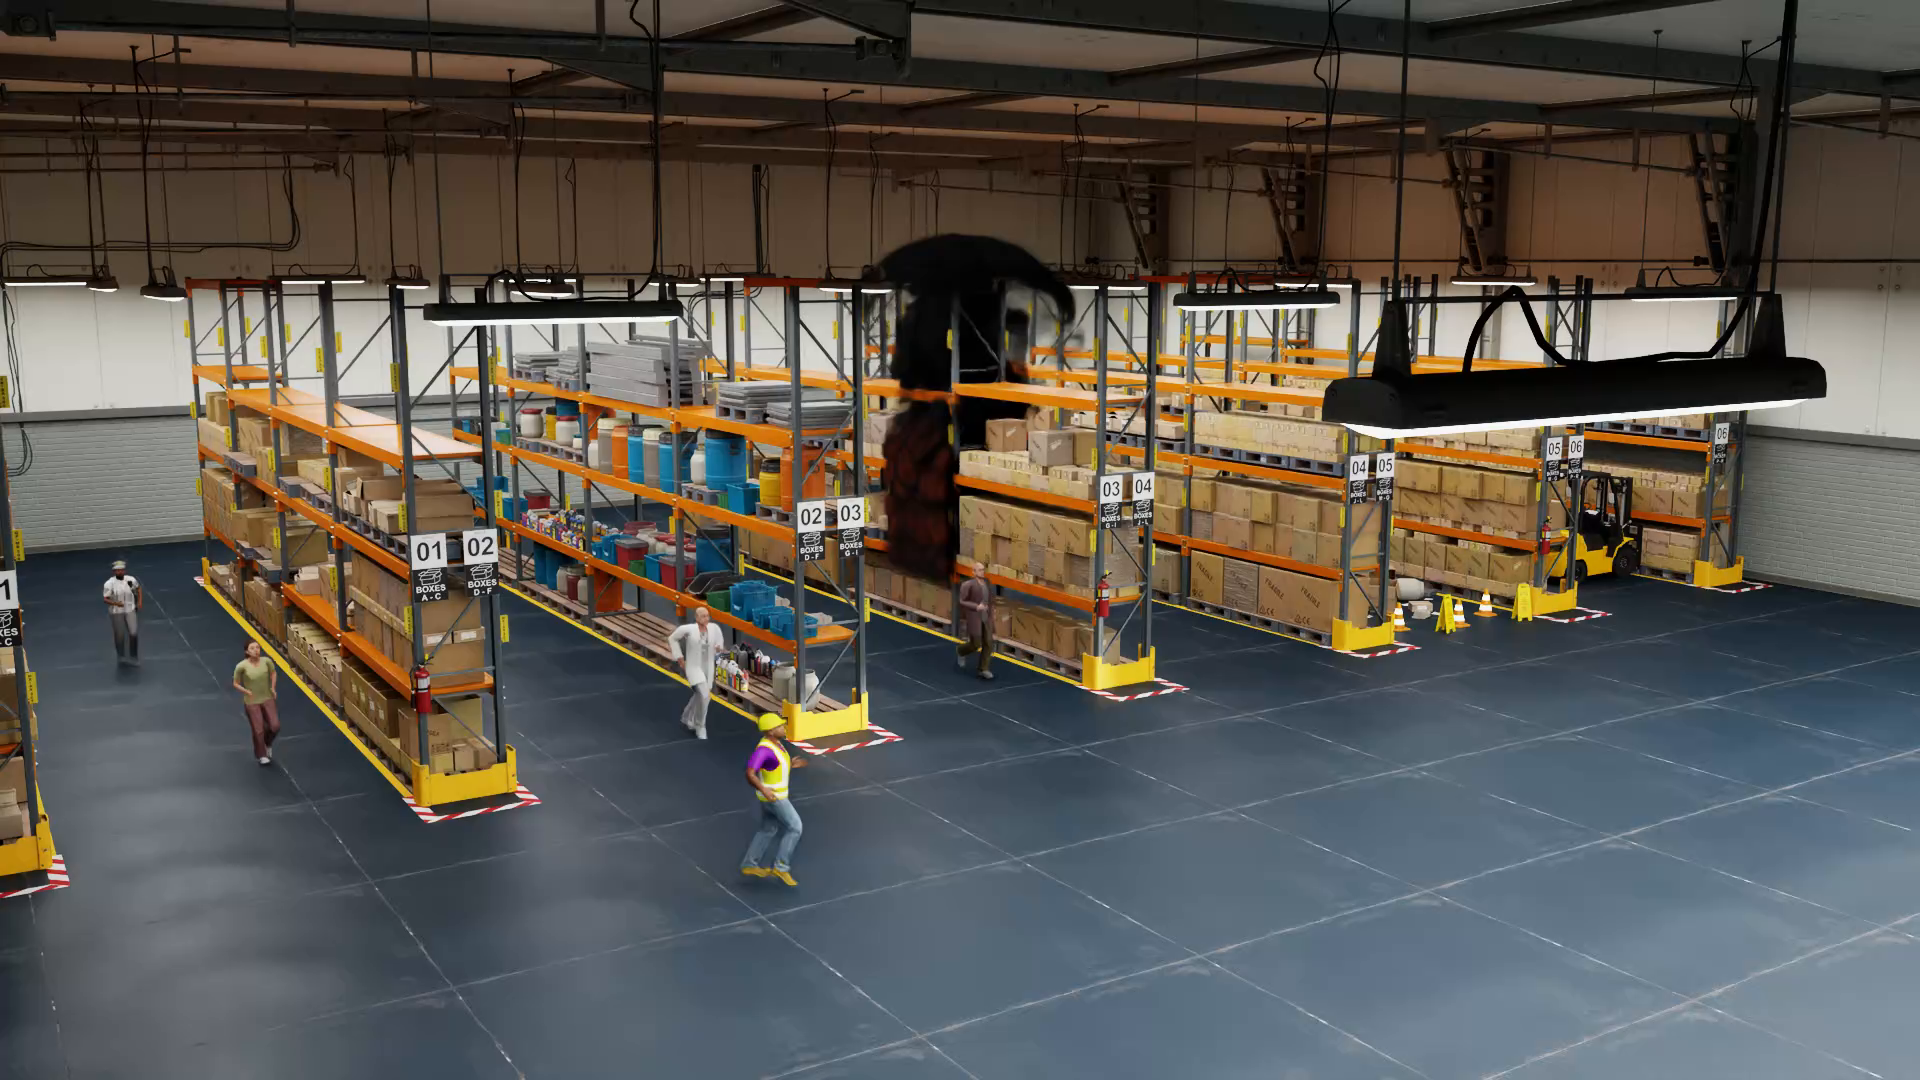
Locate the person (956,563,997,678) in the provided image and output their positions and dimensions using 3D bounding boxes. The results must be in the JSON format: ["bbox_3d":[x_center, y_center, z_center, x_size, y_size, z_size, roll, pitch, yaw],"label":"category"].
[{"bbox_3d":[0.279,1.212,25.511,0.718,1.746,0.771,-7,12,-37],"label":"person"}]

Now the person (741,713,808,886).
[{"bbox_3d":[-1.897,2.650,17.007,0.714,1.819,0.674,-1,10,-8],"label":"person"}]

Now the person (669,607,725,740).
[{"bbox_3d":[-3.491,1.775,22.272,0.663,1.818,0.881,-8,13,-41],"label":"person"}]

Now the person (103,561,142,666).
[{"bbox_3d":[-13.113,1.166,26.114,0.590,1.734,0.695,-7,12,-36],"label":"person"}]

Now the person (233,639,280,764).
[{"bbox_3d":[-8.824,2.040,20.940,0.556,1.626,0.520,-7,12,-37],"label":"person"}]
